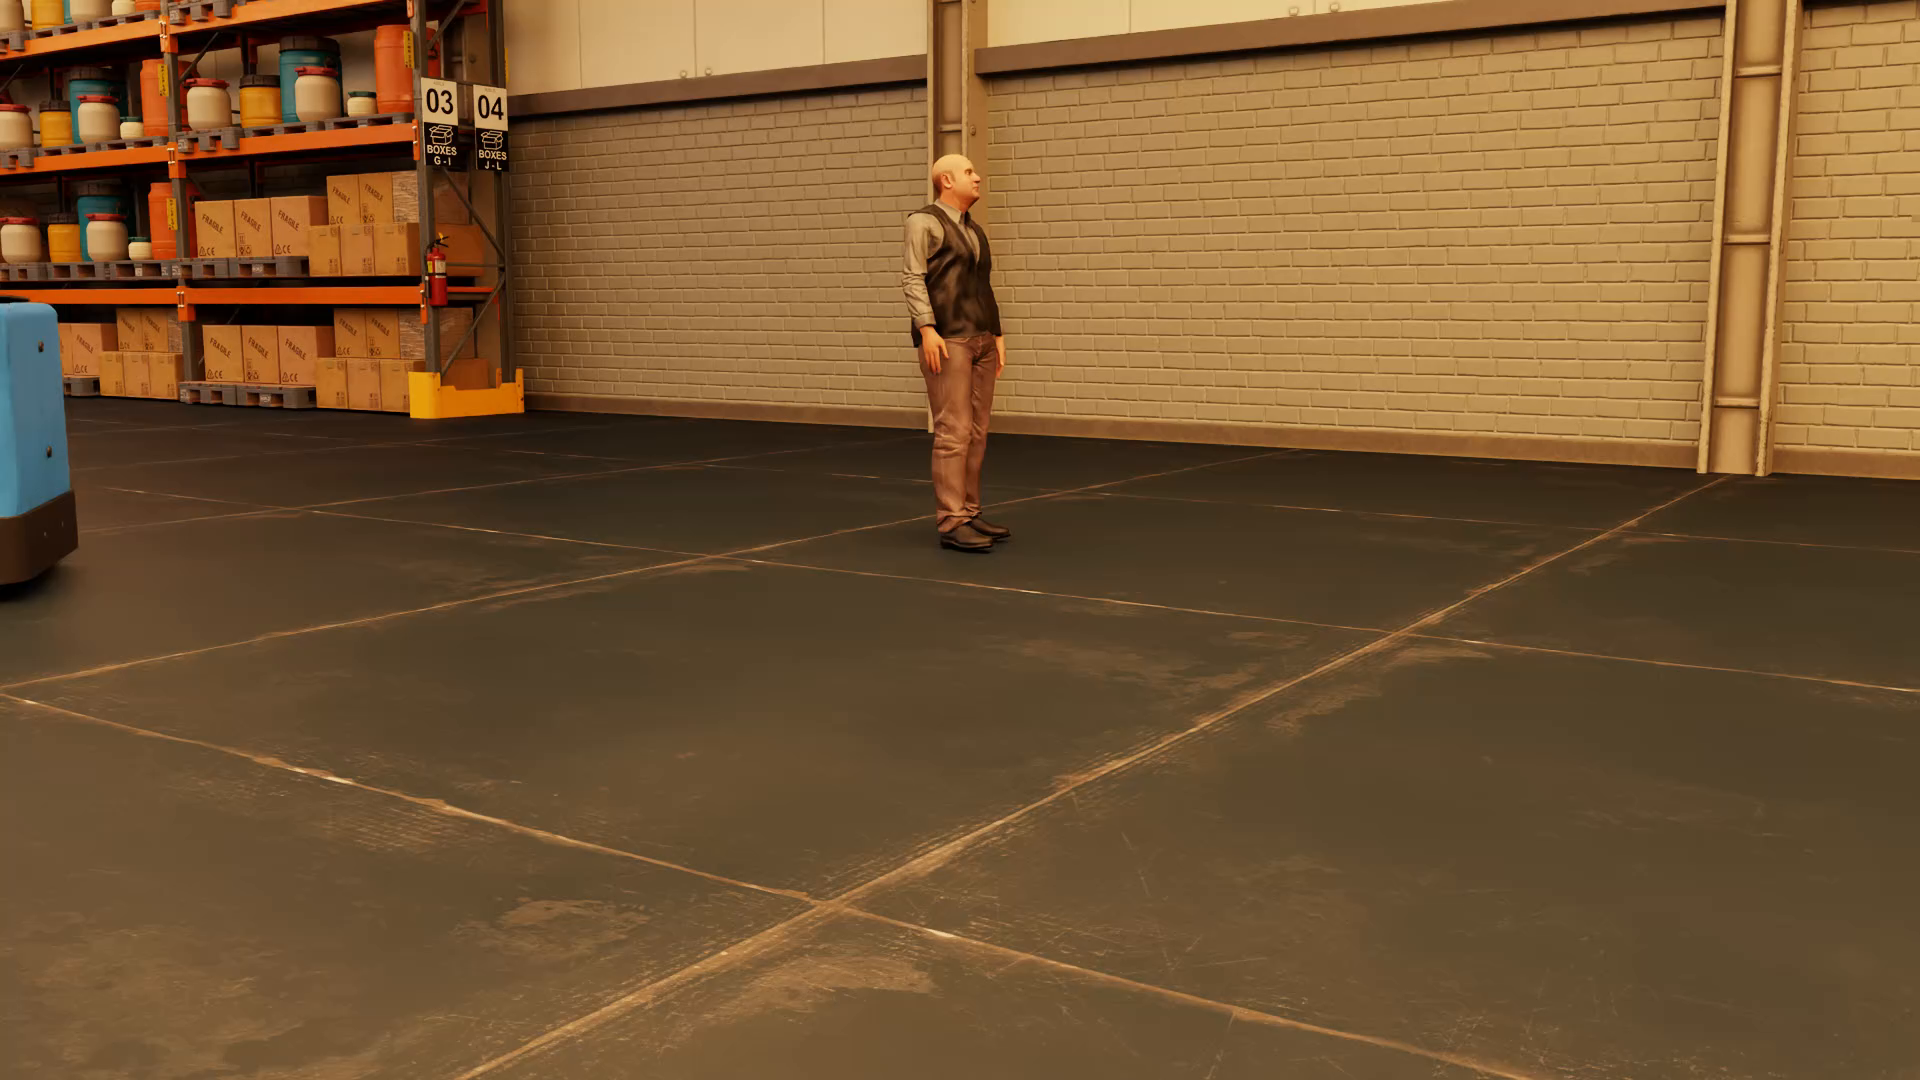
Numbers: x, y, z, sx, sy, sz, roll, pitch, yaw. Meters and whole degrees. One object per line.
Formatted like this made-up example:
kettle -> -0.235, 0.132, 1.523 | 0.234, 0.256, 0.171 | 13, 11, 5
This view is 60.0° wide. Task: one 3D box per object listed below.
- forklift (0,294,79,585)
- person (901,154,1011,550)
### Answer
forklift -> -4.962, -1.228, 5.827 | 3.031, 2.935, 1.130 | -3, 8, -17
person -> 0.048, -0.854, 7.441 | 0.566, 1.722, 0.633 | 5, 10, 34
